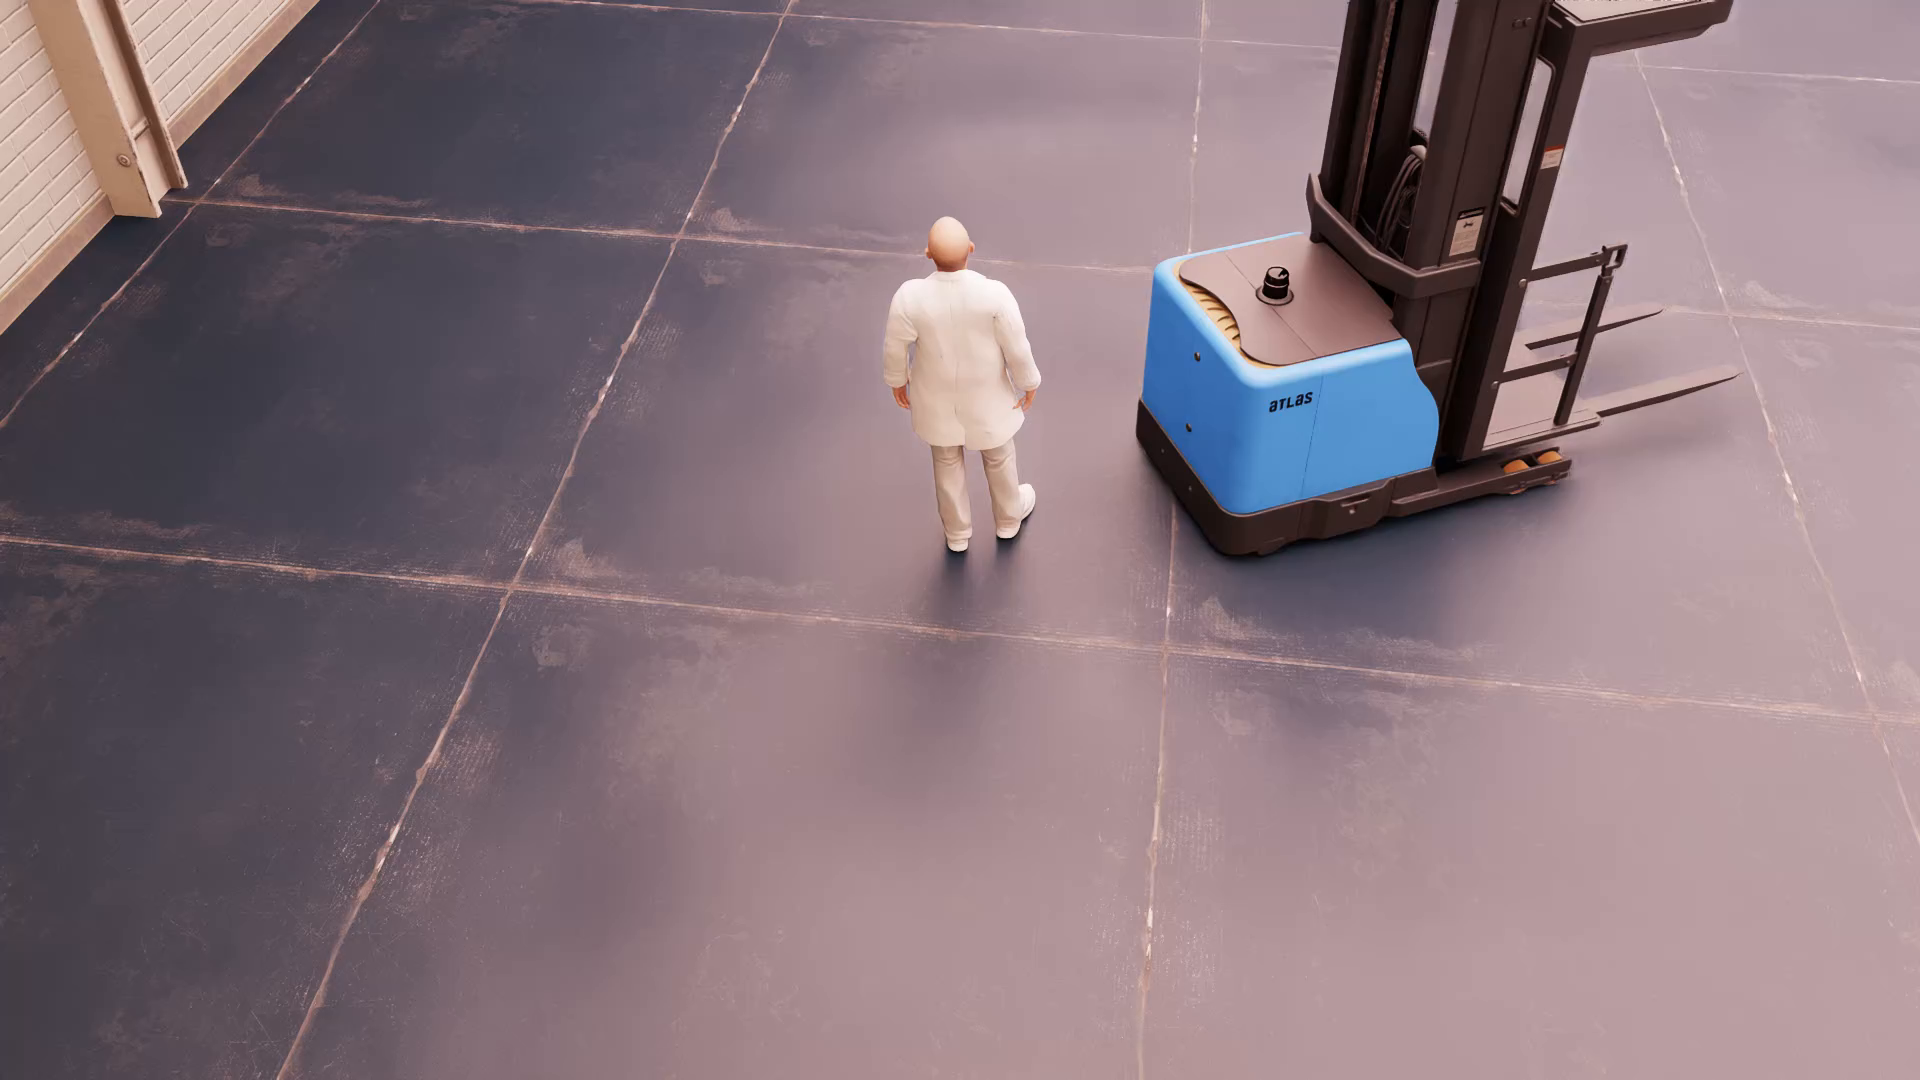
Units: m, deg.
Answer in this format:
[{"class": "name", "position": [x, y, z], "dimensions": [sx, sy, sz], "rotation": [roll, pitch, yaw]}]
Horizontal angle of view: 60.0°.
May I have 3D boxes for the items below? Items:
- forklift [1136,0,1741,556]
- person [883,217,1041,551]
[{"class": "forklift", "position": [2.455, -1.625, 7.493], "dimensions": [3.031, 2.935, 1.130], "rotation": [-14, 44, -15]}, {"class": "person", "position": [0.017, -0.720, 7.350], "dimensions": [0.694, 1.775, 0.581], "rotation": [5, 43, 6]}]
